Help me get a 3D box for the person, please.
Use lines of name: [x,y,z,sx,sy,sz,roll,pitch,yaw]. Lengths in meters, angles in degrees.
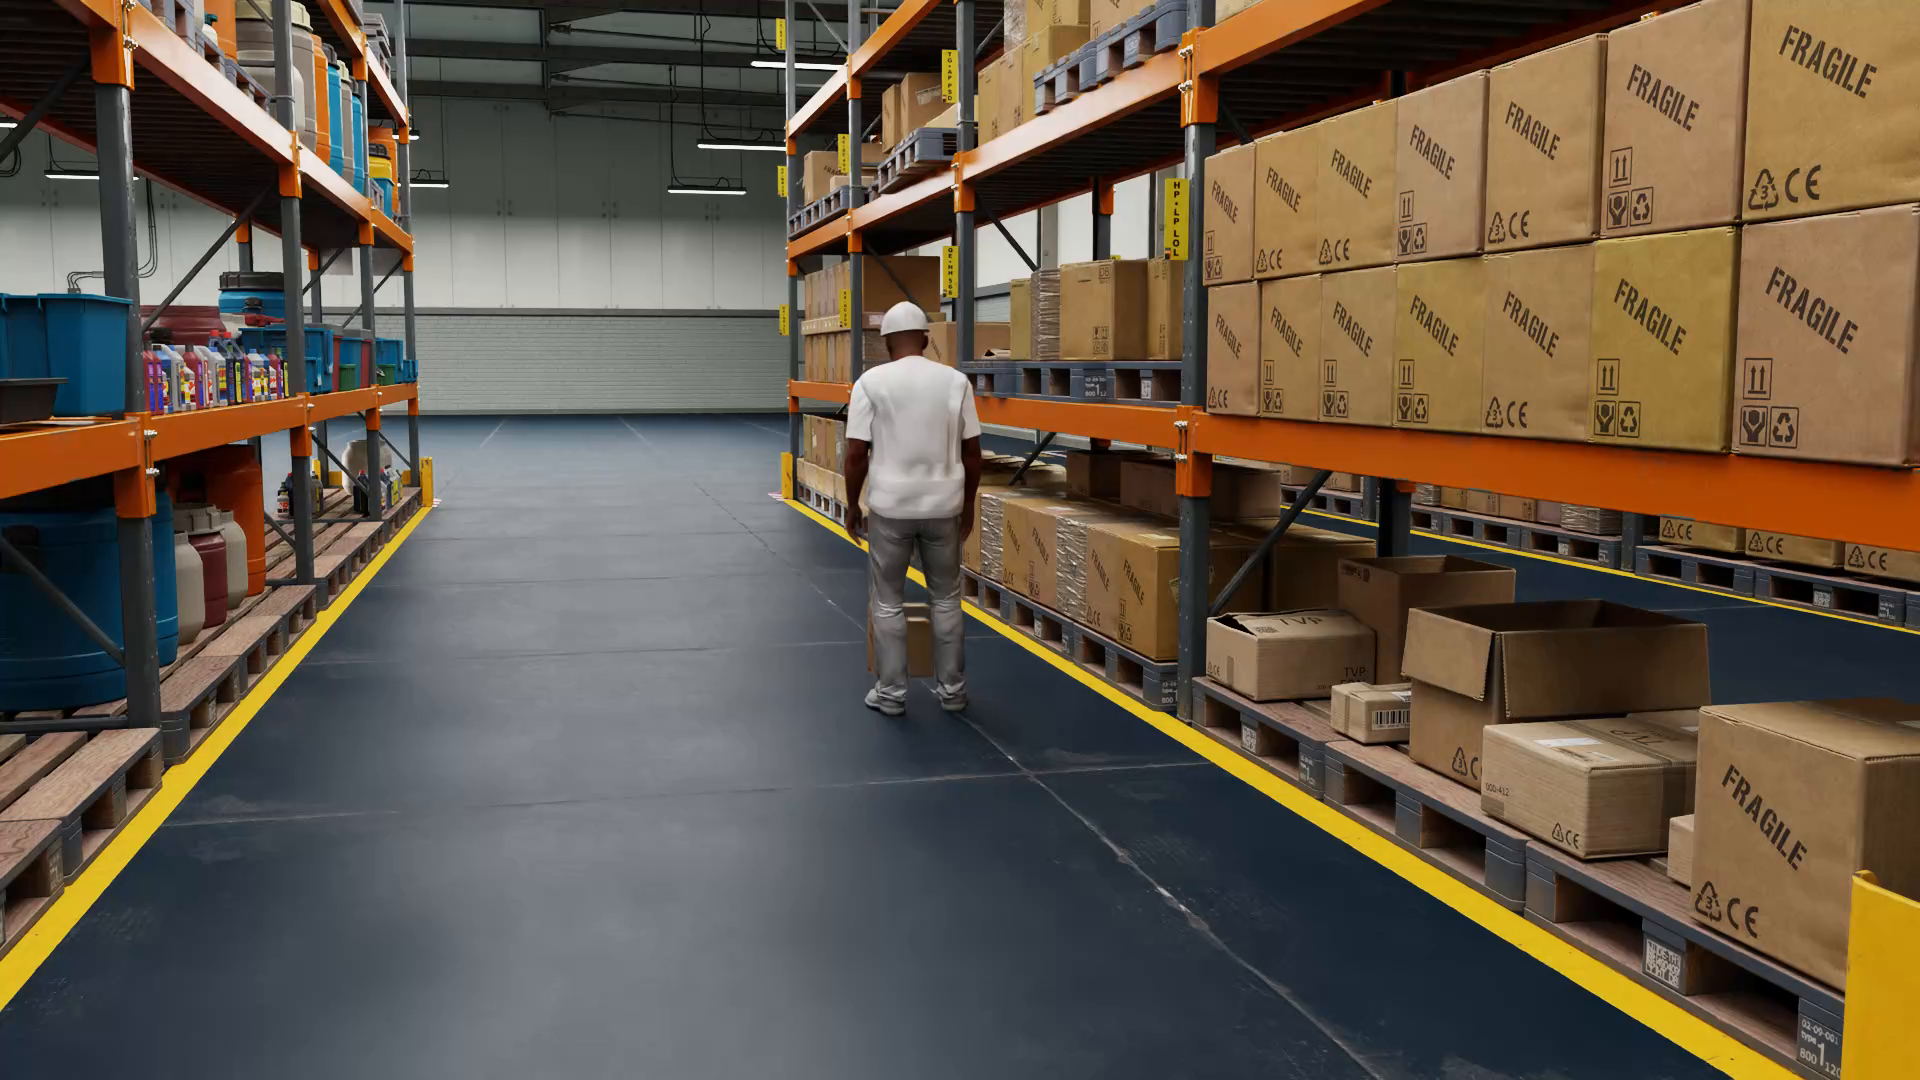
person: [-0.205,-0.138,7.161,0.604,1.762,0.446,-2,6,-15]
